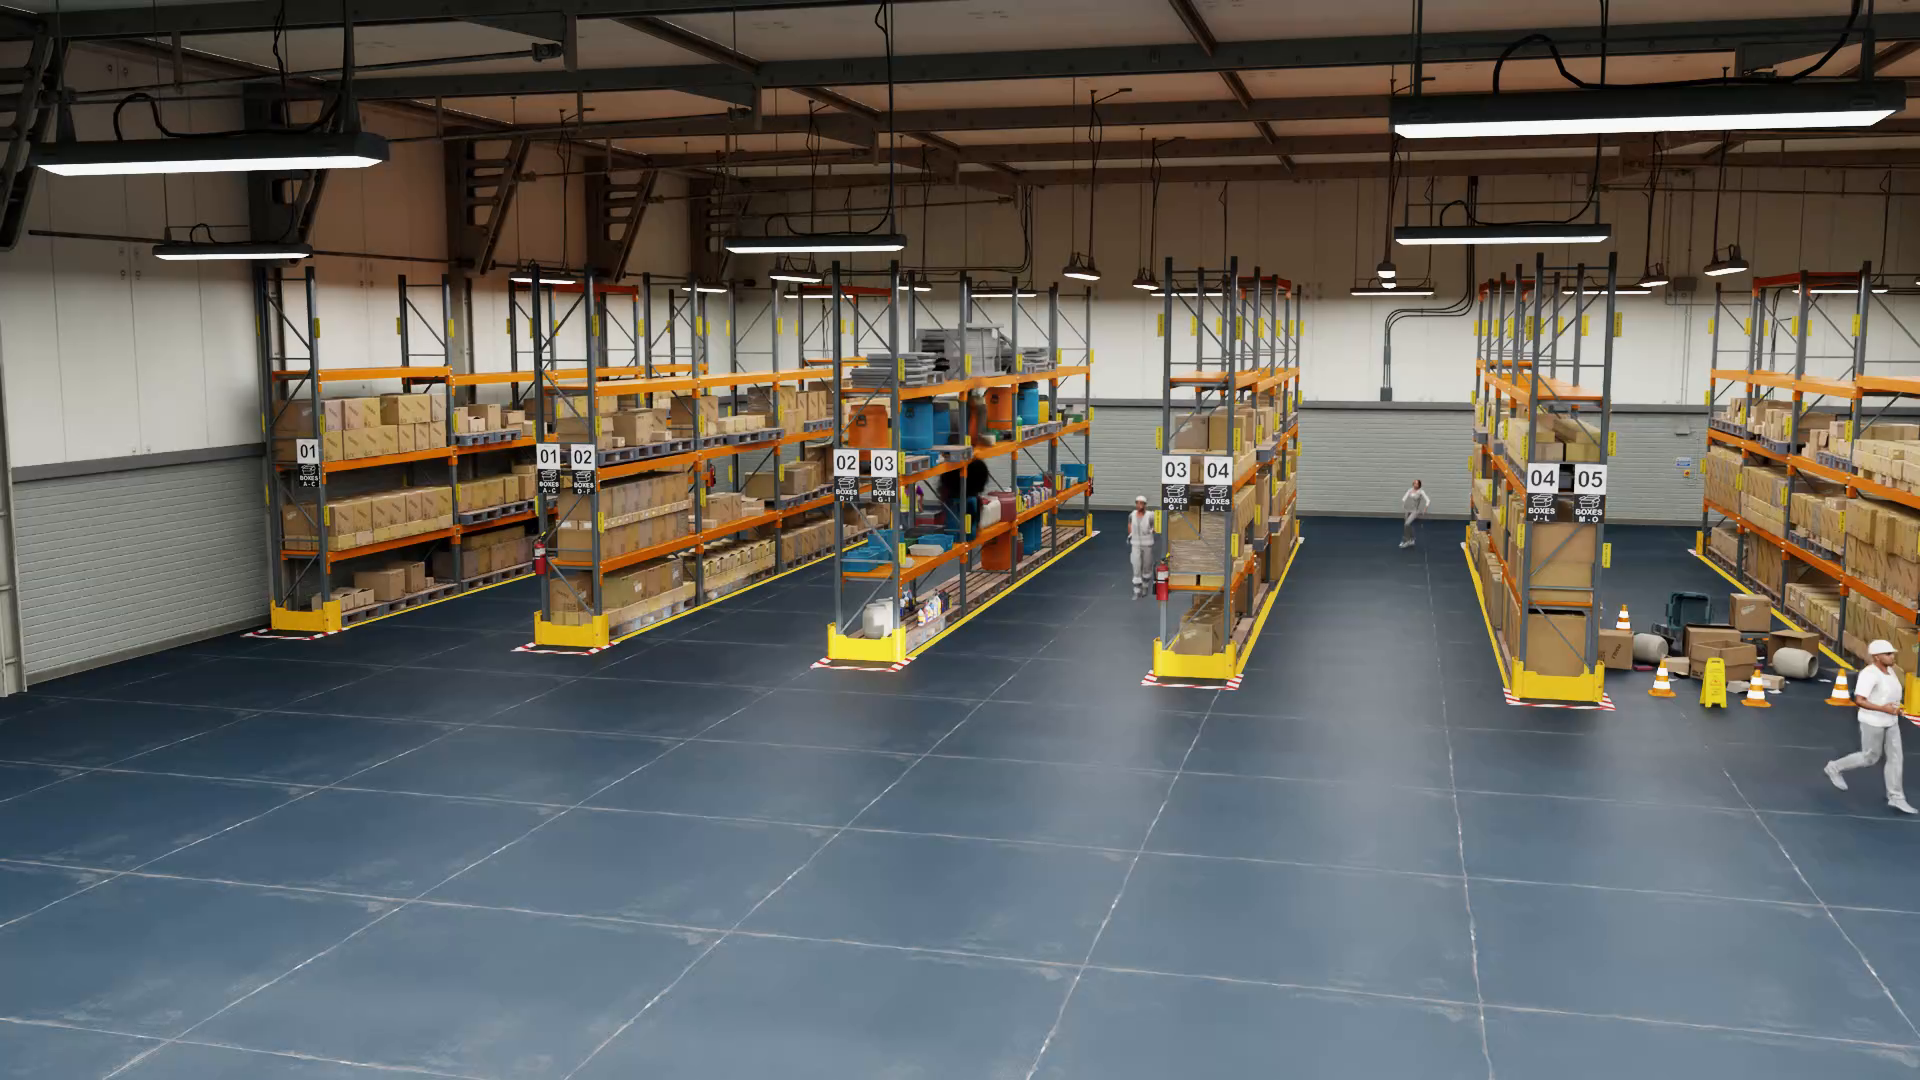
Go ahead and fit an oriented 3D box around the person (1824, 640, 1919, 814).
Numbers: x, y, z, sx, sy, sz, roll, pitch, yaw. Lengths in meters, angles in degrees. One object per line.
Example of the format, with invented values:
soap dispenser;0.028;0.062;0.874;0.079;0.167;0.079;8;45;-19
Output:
person;9.619;1.920;17.463;0.700;1.772;0.963;-5;9;-32

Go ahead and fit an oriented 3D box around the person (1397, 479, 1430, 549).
person;10.361;-0.605;38.132;0.715;1.591;0.585;-6;9;-38

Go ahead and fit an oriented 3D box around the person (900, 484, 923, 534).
person;-1.178;-0.599;37.263;0.630;1.810;0.855;2;7;12

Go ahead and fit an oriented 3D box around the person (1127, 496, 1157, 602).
person;3.207;0.127;29.089;0.633;1.815;0.872;2;8;17
